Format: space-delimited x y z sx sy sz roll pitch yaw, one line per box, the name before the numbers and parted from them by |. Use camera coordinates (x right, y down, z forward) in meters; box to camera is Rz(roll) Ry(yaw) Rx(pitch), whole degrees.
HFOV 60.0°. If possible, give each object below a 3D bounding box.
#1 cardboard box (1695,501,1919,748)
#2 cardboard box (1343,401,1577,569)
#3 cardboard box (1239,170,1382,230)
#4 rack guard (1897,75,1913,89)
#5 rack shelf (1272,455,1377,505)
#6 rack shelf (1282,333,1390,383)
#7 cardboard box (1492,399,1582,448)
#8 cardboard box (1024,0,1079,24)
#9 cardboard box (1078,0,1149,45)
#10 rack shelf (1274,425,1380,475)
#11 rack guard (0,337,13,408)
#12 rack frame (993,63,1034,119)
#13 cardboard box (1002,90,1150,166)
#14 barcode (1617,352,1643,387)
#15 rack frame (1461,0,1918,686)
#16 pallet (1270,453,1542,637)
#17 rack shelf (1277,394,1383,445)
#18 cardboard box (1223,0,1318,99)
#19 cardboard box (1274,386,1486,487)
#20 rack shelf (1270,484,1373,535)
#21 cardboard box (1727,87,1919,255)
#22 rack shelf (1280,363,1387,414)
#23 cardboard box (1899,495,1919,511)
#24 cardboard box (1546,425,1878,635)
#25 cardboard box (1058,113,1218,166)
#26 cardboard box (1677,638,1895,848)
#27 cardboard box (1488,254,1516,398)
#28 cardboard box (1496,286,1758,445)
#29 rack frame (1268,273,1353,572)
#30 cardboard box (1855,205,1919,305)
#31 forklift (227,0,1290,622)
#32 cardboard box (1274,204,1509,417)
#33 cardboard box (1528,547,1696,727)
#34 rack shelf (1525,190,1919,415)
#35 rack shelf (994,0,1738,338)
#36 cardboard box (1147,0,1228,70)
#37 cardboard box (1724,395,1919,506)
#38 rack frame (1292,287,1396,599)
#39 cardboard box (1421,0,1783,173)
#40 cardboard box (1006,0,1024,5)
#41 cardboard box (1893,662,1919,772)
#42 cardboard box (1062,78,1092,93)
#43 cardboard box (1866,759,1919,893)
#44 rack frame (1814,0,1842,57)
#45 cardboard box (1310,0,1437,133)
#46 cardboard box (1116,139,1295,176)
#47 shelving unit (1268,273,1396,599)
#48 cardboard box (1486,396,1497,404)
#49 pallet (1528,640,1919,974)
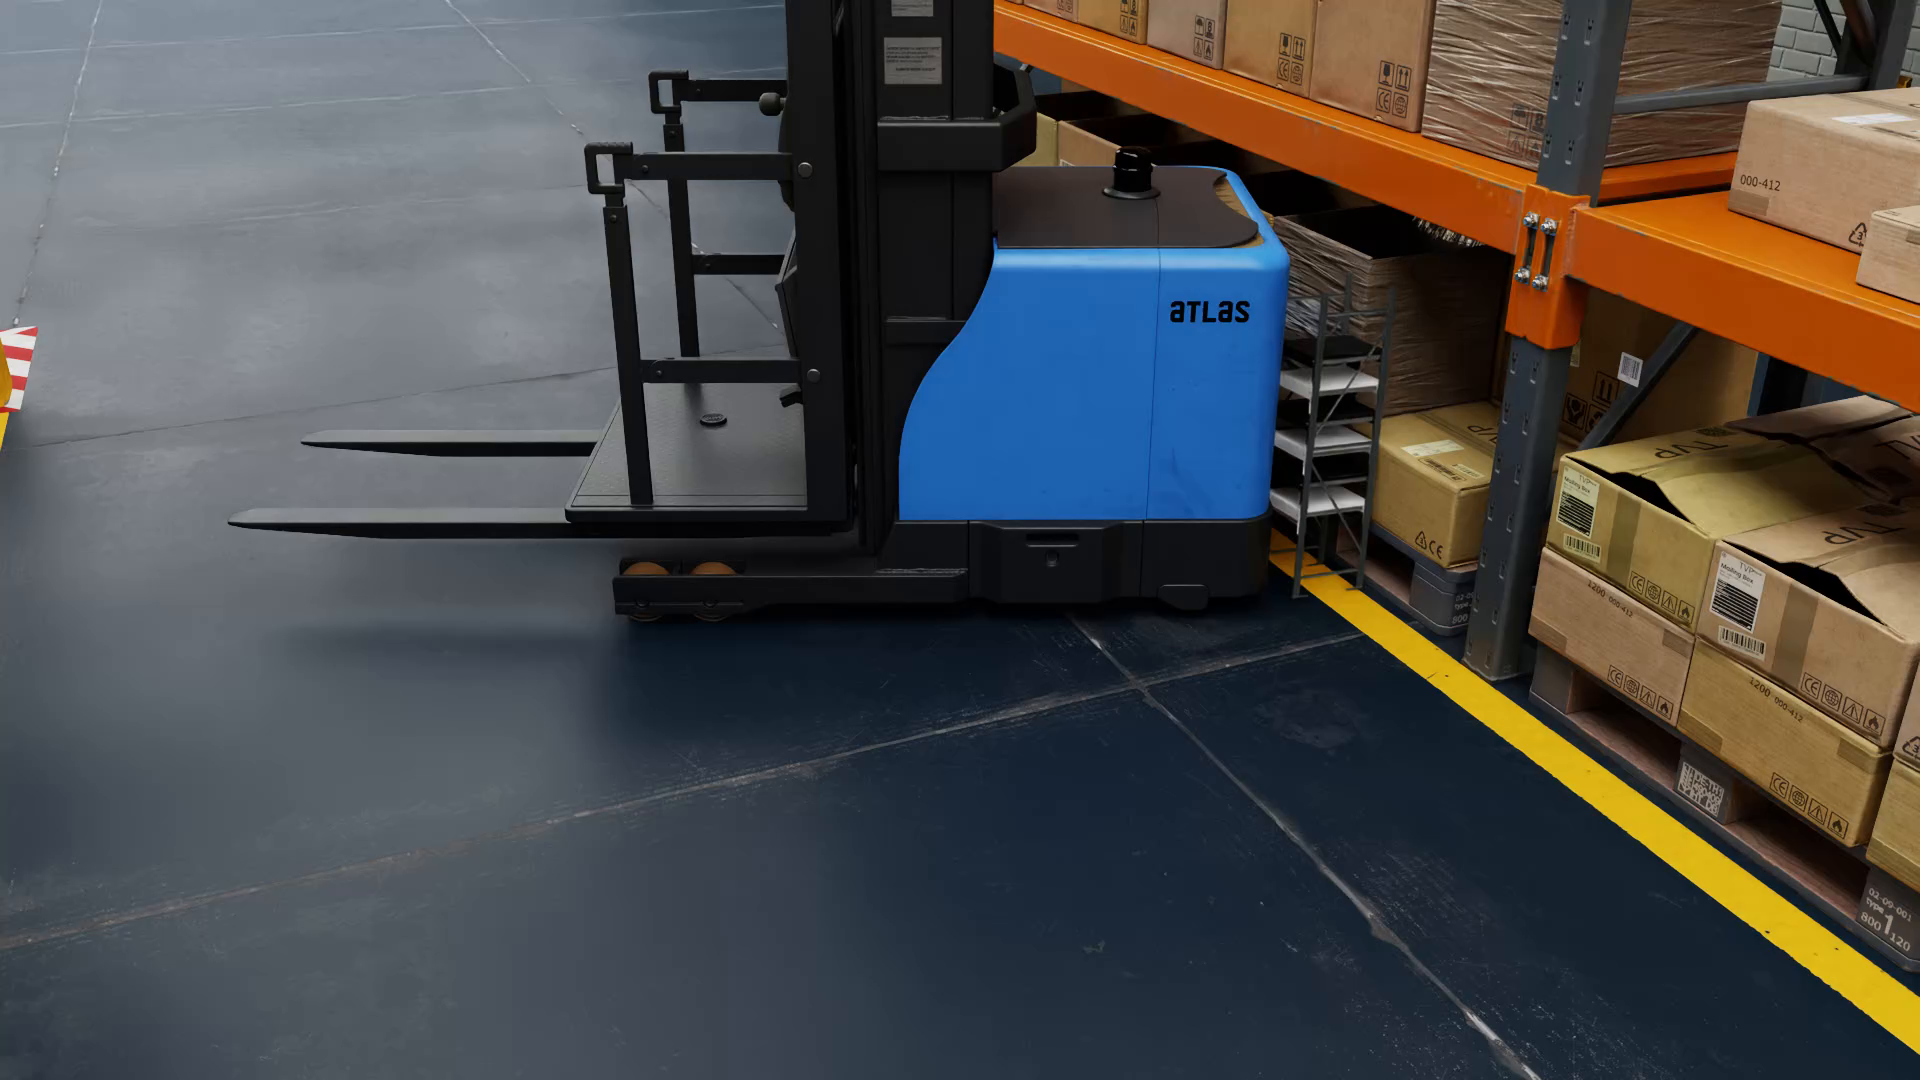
cardboard box | 1.980 0.138 3.564 0.500 0.311 0.500 -11 28 -21
cardboard box | 1.474 -0.172 4.839 0.500 0.250 0.500 -11 28 -21
cardboard box | 1.090 -0.914 5.504 0.500 0.500 0.500 -11 28 -21
rack guard | 4.876 -2.383 9.560 1.175 0.500 0.348 -11 28 -21
rack shelf | 1.046 -0.183 4.850 0.258 0.077 0.200 -7 22 -21
rack shelf | 1.053 -0.520 4.723 0.258 0.077 0.200 -7 22 -21
cardboard box | 1.954 -0.262 5.022 0.500 0.250 0.500 -11 28 -21
cardboard box | 0.671 -2.327 6.483 0.700 0.500 0.500 -10 28 -19
cardboard box | 0.860 -2.126 6.071 0.700 0.500 0.500 -10 28 -20
rack shelf | 1.048 -0.267 4.818 0.258 0.077 0.200 -7 22 -21
rack guard | -4.196 -0.689 6.091 1.175 0.500 0.348 -11 28 -21
rack frame | 0.290 -2.684 7.328 1.000 3.000 0.127 -11 28 -21
cardboard box | 0.493 -1.518 6.741 0.500 0.500 0.500 -11 28 -21
barcode | 1.573 -0.401 3.905 0.001 0.075 0.075 -11 28 -21
rack frame | 1.857 -1.069 4.021 1.000 3.000 0.127 -11 28 -21
pallet | 1.584 -0.144 5.305 1.003 0.211 1.213 -11 28 -21
rack shelf | 1.049 -0.351 4.786 0.258 0.077 0.200 -7 22 -21
cardboard box | 1.272 -1.707 5.214 0.700 0.500 0.500 -10 28 -20
cardboard box | 1.287 -0.376 5.256 0.500 0.250 0.500 -11 28 -21
rack shelf | 1.044 -0.099 4.882 0.258 0.077 0.200 -7 22 -21
cardboard box | 2.090 -0.811 3.662 0.500 0.250 0.500 -9 27 -17
rack shelf | 1.051 -0.435 4.754 0.258 0.077 0.200 -7 22 -21
cardboard box | 2.489 0.049 3.747 0.500 0.311 0.500 -10 28 -19
cardboard box | 1.789 -0.065 3.980 0.500 0.311 0.500 -10 28 -20
cardboard box | 0.701 -1.318 6.332 0.500 0.500 0.500 -11 28 -21
cardboard box | 1.986 0.390 3.688 0.500 0.250 0.500 -10 28 -19
cardboard box | 1.760 -0.801 5.272 0.500 0.500 0.500 -11 28 -21
cardboard box | 1.963 -0.600 4.861 0.500 0.500 0.500 -11 28 -21
rack frame | 1.010 -0.332 4.894 0.240 0.900 0.006 -7 22 -21
cardboard box | 2.016 -0.563 3.272 0.380 0.149 0.250 -11 28 -21
forklift | -0.625 -1.316 4.605 3.031 2.935 1.130 0 26 0
cardboard box | 1.289 -0.713 5.092 0.500 0.500 0.500 -11 28 -21
cardboard box | 1.787 0.183 4.111 0.500 0.250 0.500 -11 28 -22
rack shelf | 2.640 0.061 2.525 1.077 0.370 4.000 -11 28 -21
rack shelf | 1.073 -1.553 5.833 1.077 0.370 4.000 -11 28 -21
cardboard box | 1.070 -1.914 5.637 0.700 0.500 0.500 -10 28 -19
cardboard box | 2.279 -0.160 4.175 0.500 0.311 0.500 -11 28 -21
rack frame | 1.086 -0.264 4.718 0.240 0.900 0.006 -7 22 -21
cardboard box | 1.677 -1.292 4.364 0.700 0.500 0.500 -11 28 -22
cardboard box | 0.461 -2.538 6.916 0.700 0.500 0.500 -11 28 -21
cardboard box | 2.184 0.347 3.137 0.500 0.311 0.500 -12 28 -22
cardboard box | 0.774 -1.809 7.336 0.500 0.500 0.500 -11 28 -21
cardboard box | 2.191 0.598 3.261 0.500 0.250 0.500 -11 28 -22
rack frame | 4.847 -3.537 9.075 1.000 3.000 0.127 -11 28 -21
cardboard box | 1.465 -1.504 4.798 0.700 0.500 0.500 -11 28 -21
cardboard box | 0.880 -1.113 5.912 0.500 0.500 0.500 -11 28 -21
shelving unit | 1.048 -0.298 4.806 0.258 0.900 0.210 -7 22 -21
cardboard box | 1.763 -0.464 5.438 0.500 0.250 0.500 -11 28 -21
pallet | 2.181 0.475 4.037 1.003 0.211 1.213 -11 28 -21
